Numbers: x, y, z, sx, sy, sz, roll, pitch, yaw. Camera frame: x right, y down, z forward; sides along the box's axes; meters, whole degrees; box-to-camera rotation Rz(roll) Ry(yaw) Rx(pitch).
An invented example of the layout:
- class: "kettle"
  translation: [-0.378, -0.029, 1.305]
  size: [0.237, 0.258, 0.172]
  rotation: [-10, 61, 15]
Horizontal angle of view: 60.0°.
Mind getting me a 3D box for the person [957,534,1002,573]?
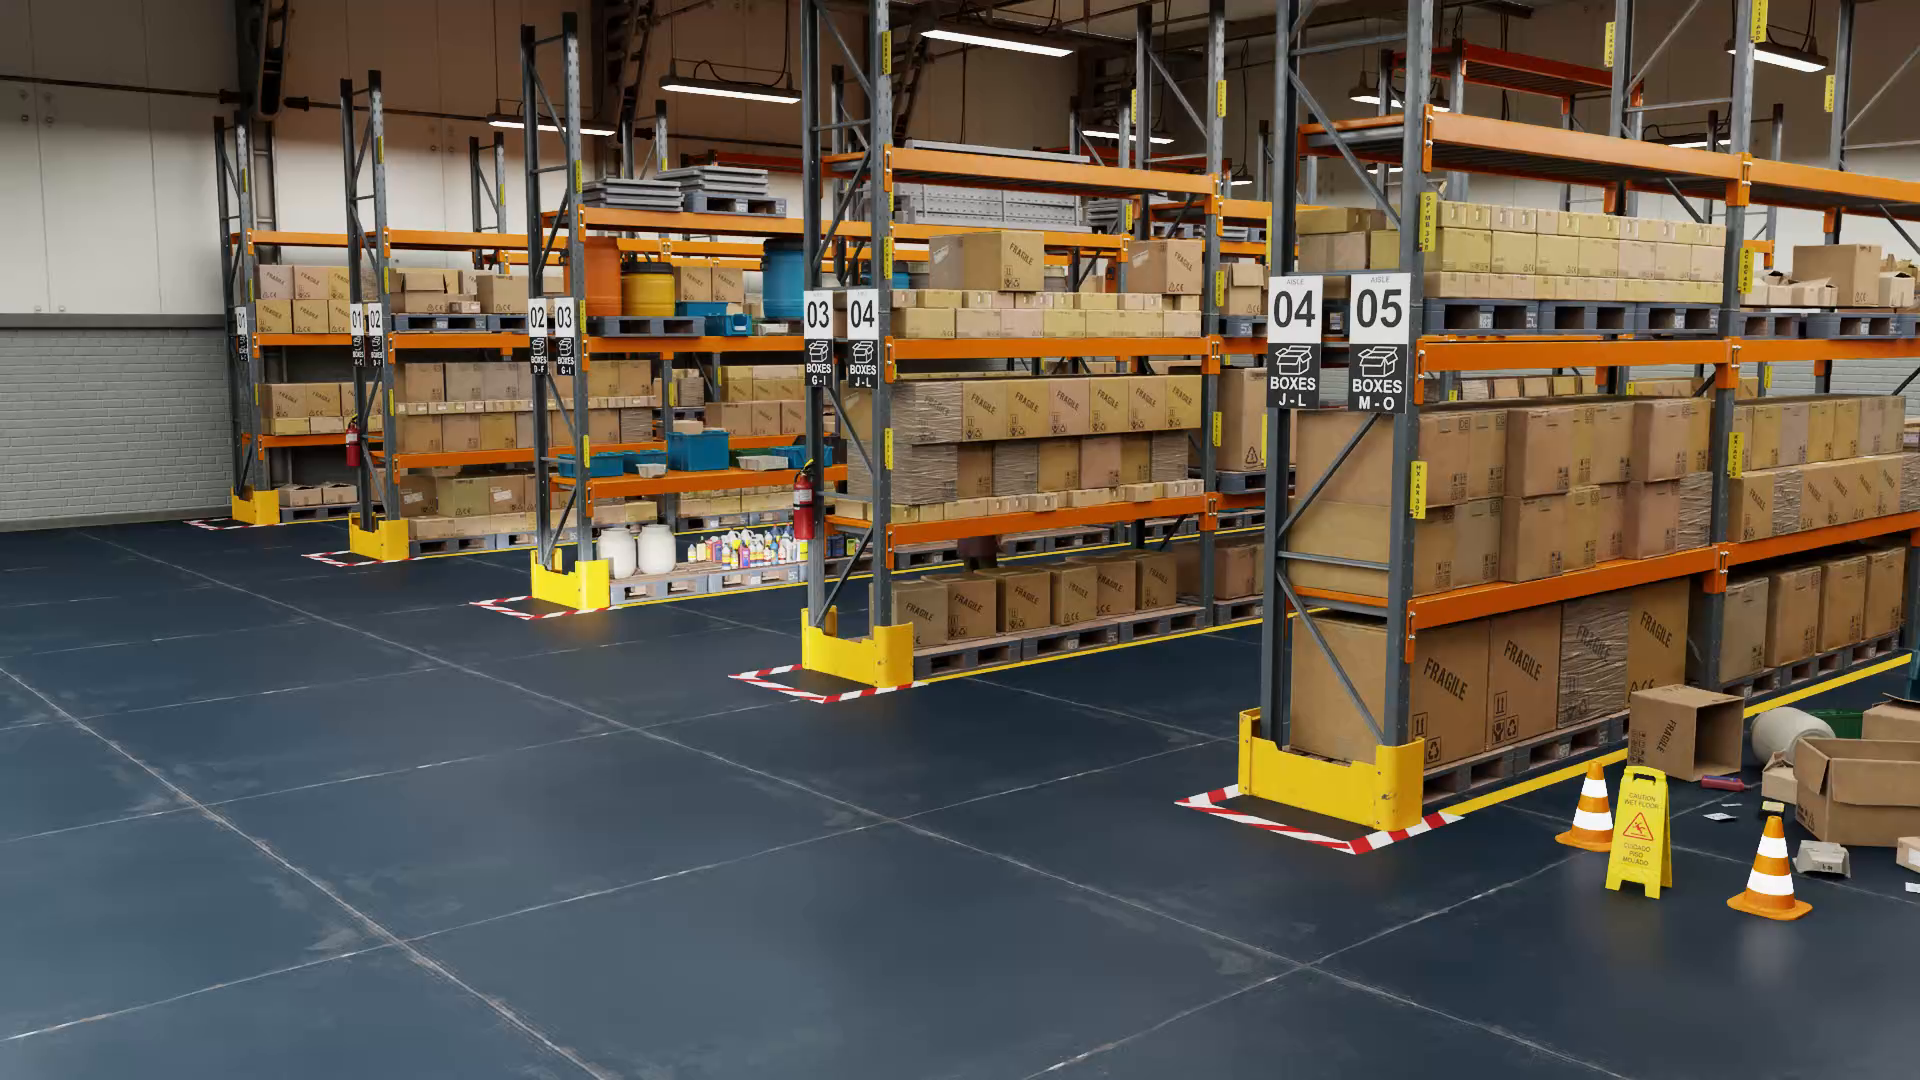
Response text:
- class: "person"
  translation: [0.171, -0.086, 16.514]
  size: [0.428, 1.772, 0.642]
  rotation: [-7, 10, -42]
